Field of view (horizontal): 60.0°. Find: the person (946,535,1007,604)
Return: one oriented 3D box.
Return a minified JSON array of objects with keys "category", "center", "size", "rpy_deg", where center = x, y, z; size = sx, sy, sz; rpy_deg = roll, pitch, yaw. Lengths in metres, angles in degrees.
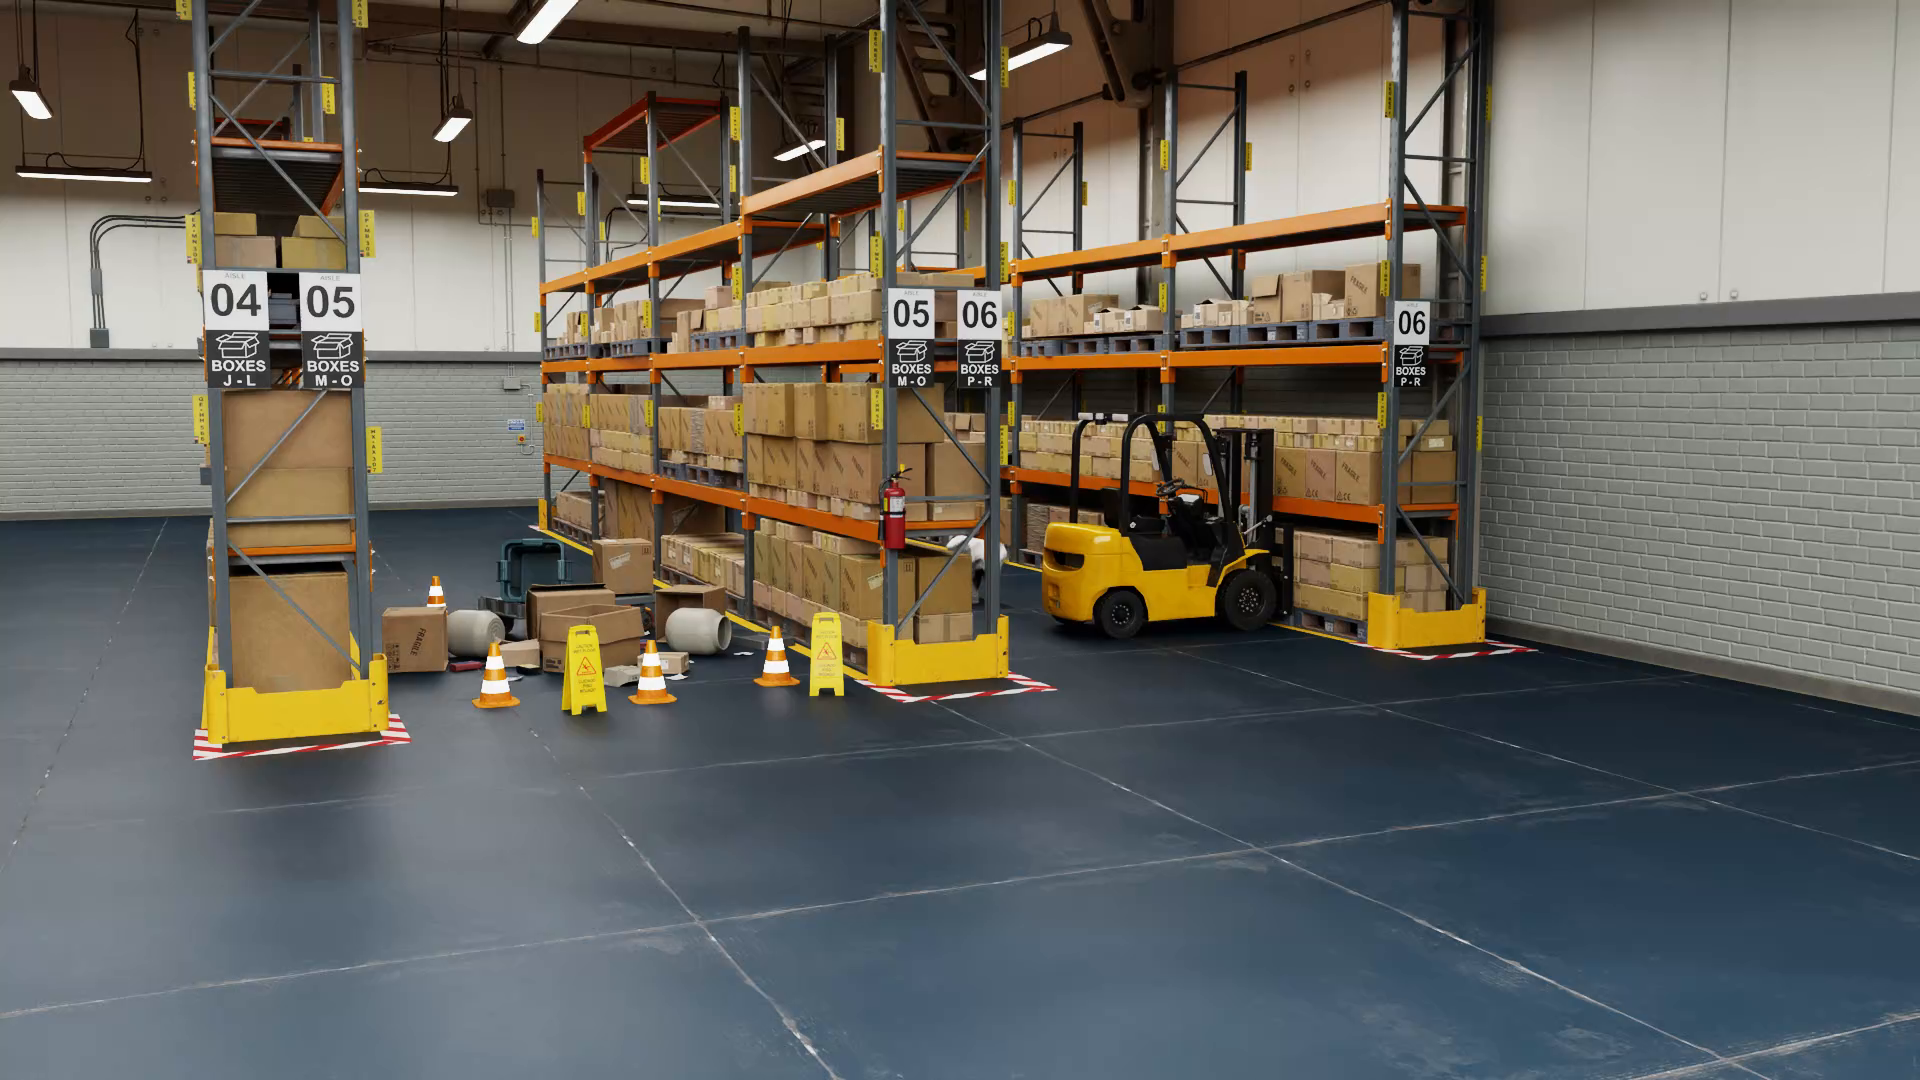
[{"category":"person","center":[0.148,0.305,18.759],"size":[0.553,0.818,0.983],"rpy_deg":[-3,6,-25]}]
